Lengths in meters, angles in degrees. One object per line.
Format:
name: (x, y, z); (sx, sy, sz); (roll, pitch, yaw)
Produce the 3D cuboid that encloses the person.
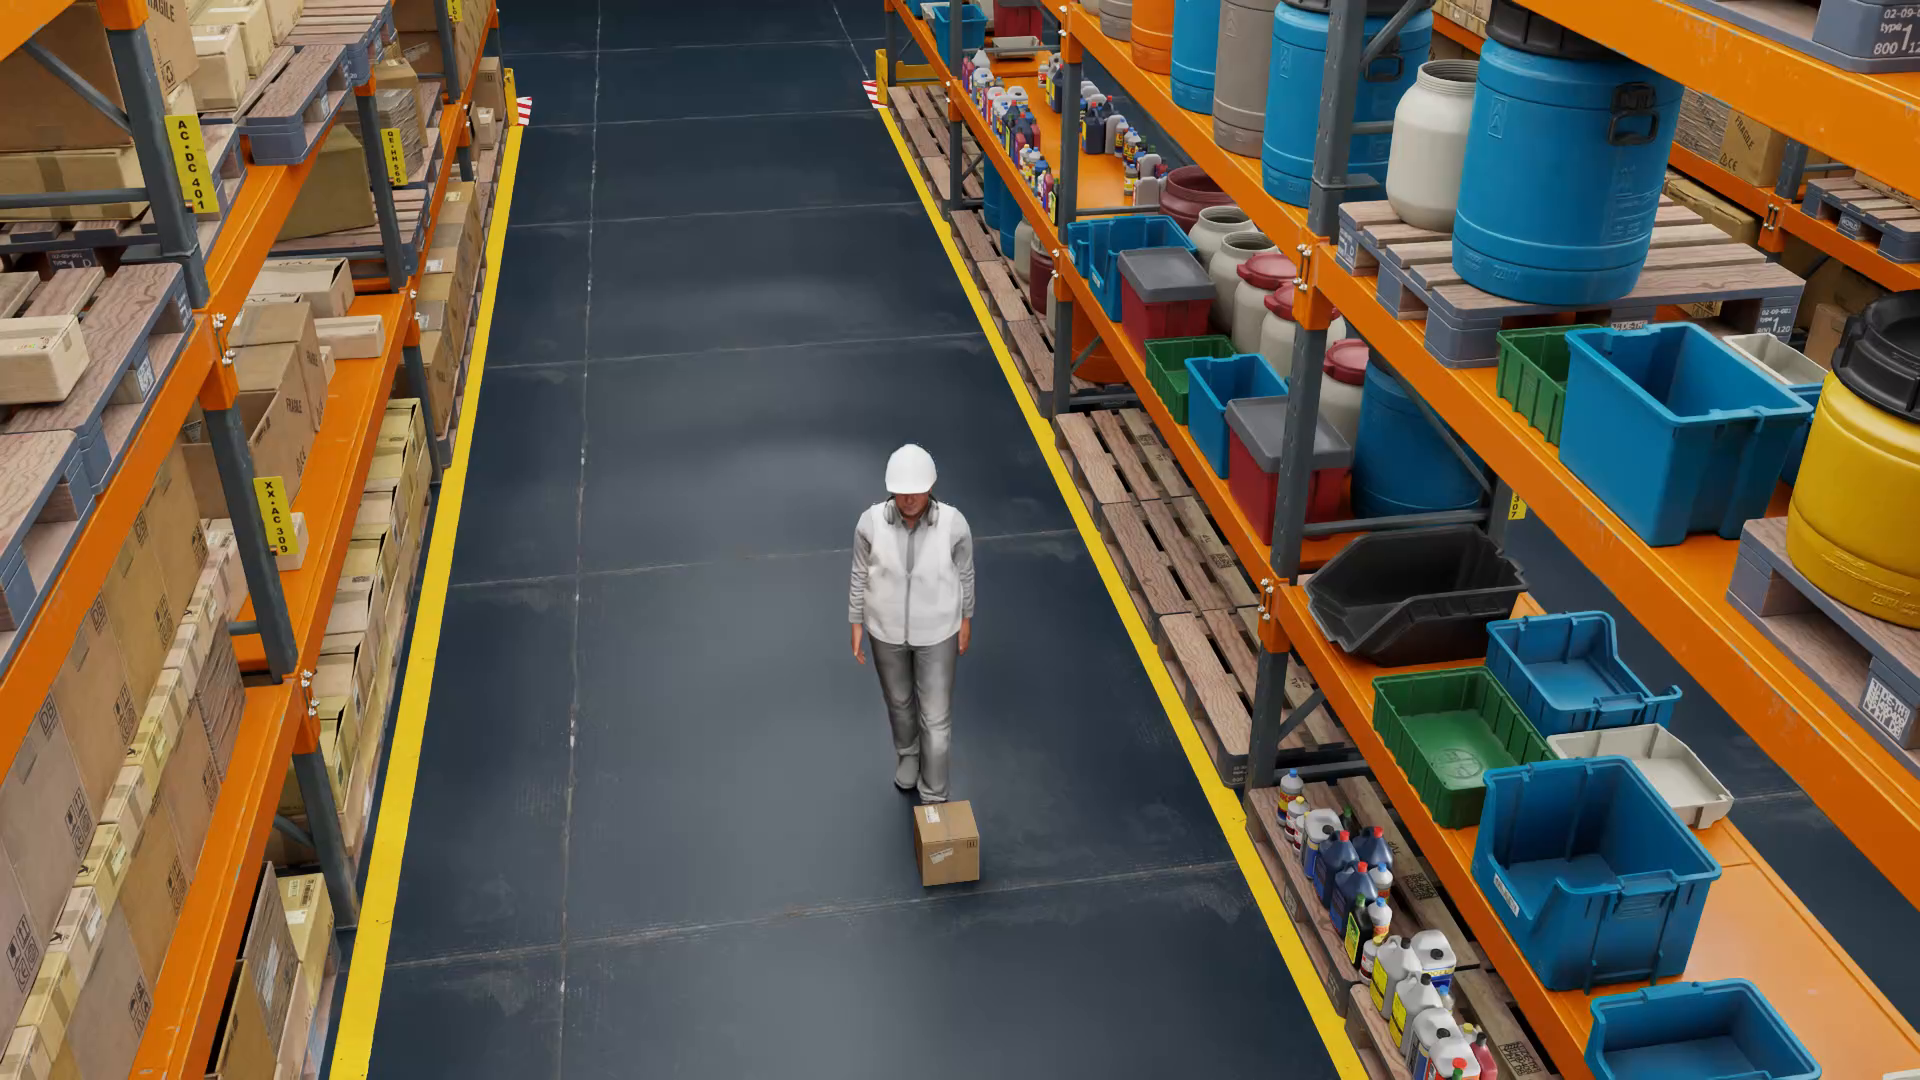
person: (-0.235, 0.451, 7.328); (0.556, 1.761, 0.737); (3, 31, 6)
